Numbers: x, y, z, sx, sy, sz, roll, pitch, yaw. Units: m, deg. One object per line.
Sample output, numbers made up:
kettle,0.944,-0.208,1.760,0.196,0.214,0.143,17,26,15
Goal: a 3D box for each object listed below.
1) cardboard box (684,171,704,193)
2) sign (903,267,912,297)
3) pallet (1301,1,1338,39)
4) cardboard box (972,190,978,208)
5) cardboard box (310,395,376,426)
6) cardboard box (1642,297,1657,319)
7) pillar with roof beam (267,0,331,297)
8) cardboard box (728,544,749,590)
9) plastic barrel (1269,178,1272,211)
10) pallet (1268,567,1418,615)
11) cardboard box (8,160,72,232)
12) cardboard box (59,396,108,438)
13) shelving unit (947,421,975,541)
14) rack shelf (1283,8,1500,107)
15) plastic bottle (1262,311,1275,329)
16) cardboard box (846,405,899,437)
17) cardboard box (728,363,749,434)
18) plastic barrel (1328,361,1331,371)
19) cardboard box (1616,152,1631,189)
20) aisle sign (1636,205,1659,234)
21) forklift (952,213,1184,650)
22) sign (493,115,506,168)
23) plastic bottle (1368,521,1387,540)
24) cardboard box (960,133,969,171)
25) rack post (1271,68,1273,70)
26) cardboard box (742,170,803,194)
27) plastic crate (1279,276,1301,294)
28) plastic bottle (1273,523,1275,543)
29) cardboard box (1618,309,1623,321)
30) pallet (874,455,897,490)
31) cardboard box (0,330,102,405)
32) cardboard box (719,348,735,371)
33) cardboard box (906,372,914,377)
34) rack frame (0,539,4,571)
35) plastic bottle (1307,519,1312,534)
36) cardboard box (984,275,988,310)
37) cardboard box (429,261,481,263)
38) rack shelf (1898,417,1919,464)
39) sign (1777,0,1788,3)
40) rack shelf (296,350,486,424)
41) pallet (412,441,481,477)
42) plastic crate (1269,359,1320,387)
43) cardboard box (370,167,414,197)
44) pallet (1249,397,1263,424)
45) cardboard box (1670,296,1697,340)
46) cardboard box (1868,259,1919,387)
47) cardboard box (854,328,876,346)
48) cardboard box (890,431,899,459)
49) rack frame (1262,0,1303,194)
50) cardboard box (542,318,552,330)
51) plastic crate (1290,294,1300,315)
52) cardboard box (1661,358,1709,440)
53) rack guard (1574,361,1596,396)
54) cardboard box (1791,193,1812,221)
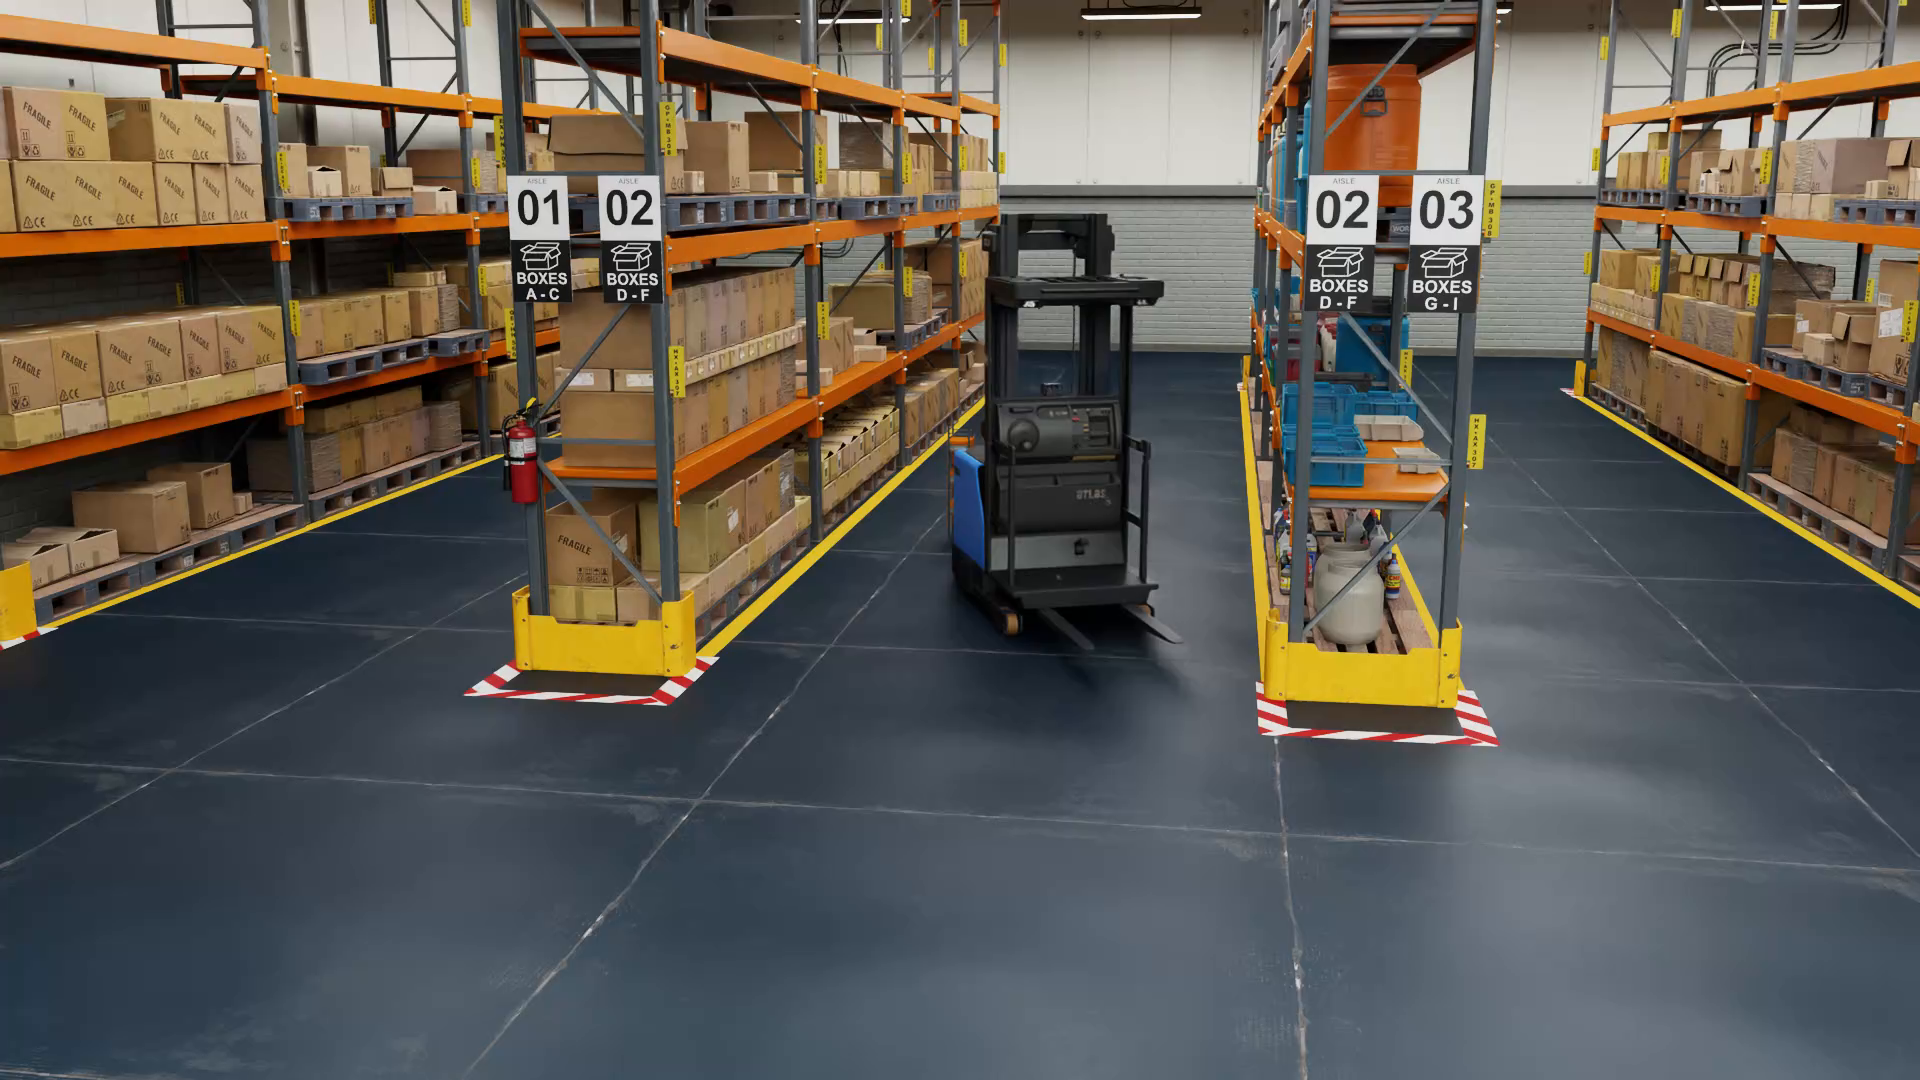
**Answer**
cardboard box,-1.999,-2.488,11.565,0.380,0.149,0.250,2,12,9
sign,-0.575,-2.846,18.329,0.100,0.325,0.005,2,12,9
pallet,2.870,-3.521,11.367,1.003,0.211,1.213,2,12,9
cardboard box,-0.030,-4.824,23.492,0.500,0.250,0.500,2,12,9
cardboard box,-6.397,-1.338,17.189,0.500,0.250,0.500,2,12,7
cardboard box,9.088,-2.980,21.352,0.500,0.250,0.500,2,12,8
pillar with roof beam,-2.820,-5.007,16.867,9.100,9.000,0.400,2,12,9
cardboard box,-1.902,0.195,12.500,0.500,0.250,0.500,2,12,9
plastic barrel,3.419,-3.602,17.201,0.421,0.512,0.421,0,12,0
pallet,2.825,0.453,12.388,1.003,0.211,1.213,2,12,9
cardboard box,-6.833,-2.488,12.015,0.500,0.500,0.500,3,12,12
cardboard box,-6.795,-0.928,12.486,0.500,0.250,0.500,1,12,7
shelving unit,0.008,-0.524,14.934,0.215,1.050,0.252,2,12,9
rack shelf,2.847,-3.272,11.473,1.077,0.370,4.000,2,12,9
plastic bottle,3.881,-2.747,20.916,0.152,0.276,0.135,2,12,9
cardboard box,-0.961,-1.315,18.174,0.500,0.311,0.500,2,12,10
cardboard box,-2.035,-1.099,12.738,0.700,0.500,0.500,2,12,10
plastic barrel,3.510,-1.506,15.189,0.301,0.262,0.301,0,12,0
cardboard box,9.662,-5.187,23.348,0.700,0.500,0.500,1,12,7
aisle sign,10.202,-4.916,24.516,0.394,0.787,0.004,2,12,9
forklift,0.778,-0.839,11.931,1.130,2.935,3.031,-3,12,-13
sign,-2.888,-2.512,10.498,0.100,0.325,0.005,2,12,9
plastic bottle,3.261,0.028,12.989,0.144,0.351,0.185,2,12,8
cardboard box,-0.255,-5.335,22.900,0.700,0.500,0.500,2,12,9
rack post,3.841,-5.183,17.865,0.954,0.300,0.937,2,12,9
cardboard box,-1.635,-3.190,14.917,0.500,0.250,0.500,3,13,15
plastic crate,5.133,-3.772,25.148,0.616,0.435,0.499,2,12,9
plastic bottle,2.657,-0.077,13.827,0.097,0.201,0.097,0,12,0
cardboard box,9.240,-3.079,22.759,0.380,0.149,0.250,2,12,10
pallet,-1.289,-0.764,18.035,1.003,0.211,1.213,2,12,9
cardboard box,-6.793,-1.286,12.371,0.500,0.500,0.500,2,12,9
cardboard box,-1.885,-1.340,12.316,0.380,0.149,0.250,2,12,8
cardboard box,-0.895,-1.918,21.664,0.500,0.500,0.500,2,12,9
rack frame,-7.250,-0.791,11.545,1.000,3.000,0.127,2,12,9
plastic bottle,2.763,-0.064,13.413,0.144,0.351,0.185,2,12,9
cardboard box,0.148,-3.697,24.792,0.500,0.500,0.500,2,12,9
cardboard box,-6.123,-3.238,20.126,0.500,0.250,0.500,1,12,7
rack shelf,7.741,-0.374,11.318,1.077,0.370,4.000,2,12,9
sign,8.115,-5.459,16.371,0.100,0.325,0.005,2,12,9
rack shelf,-6.327,-1.689,17.416,1.077,0.370,4.000,2,12,9
pallet,-6.141,-0.931,18.811,1.003,0.211,1.213,2,12,9
plastic crate,3.144,-1.571,15.666,0.450,0.188,0.662,2,12,9
cardboard box,-6.310,-3.716,17.705,0.797,0.503,0.637,4,13,17
pallet,4.460,-1.759,22.656,1.003,0.211,1.213,2,12,9
cardboard box,8.885,-2.664,19.999,0.500,0.500,0.500,2,12,9
cardboard box,8.309,-1.802,13.813,1.000,1.000,1.000,2,12,9
cardboard box,-1.223,-2.179,18.196,0.500,0.311,0.500,3,12,12
cardboard box,-0.964,-1.041,18.231,0.500,0.250,0.500,2,12,10
rack frame,4.385,-5.901,21.014,1.000,3.000,0.127,2,12,9
cardboard box,-5.467,-2.779,21.316,0.380,0.149,0.250,2,12,10
plastic crate,4.802,-3.252,23.100,0.437,0.282,0.530,2,12,9
cardboard box,9.064,-1.654,19.597,1.225,0.875,0.875,1,12,7
rack guard,9.898,-2.423,25.052,1.175,0.500,0.348,2,12,9
cardboard box,8.261,-3.172,15.826,0.500,0.250,0.500,2,12,10
